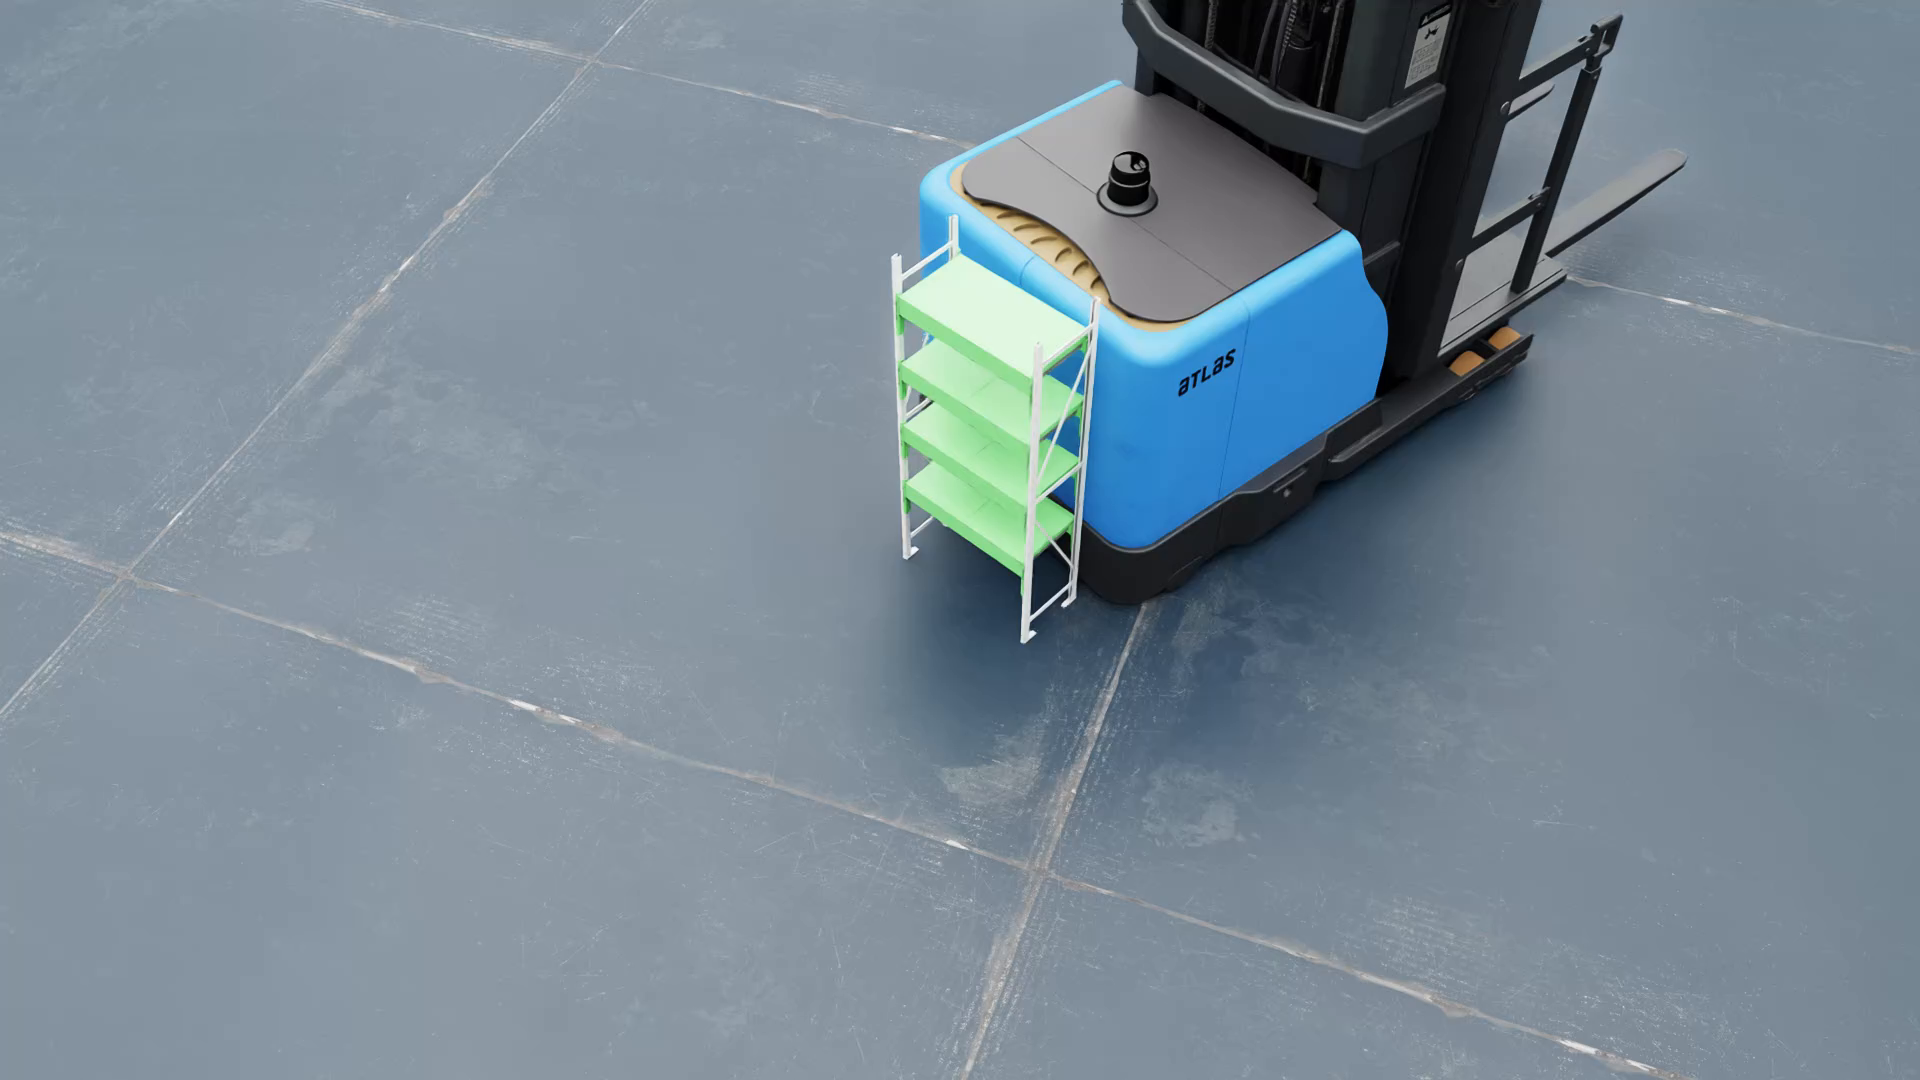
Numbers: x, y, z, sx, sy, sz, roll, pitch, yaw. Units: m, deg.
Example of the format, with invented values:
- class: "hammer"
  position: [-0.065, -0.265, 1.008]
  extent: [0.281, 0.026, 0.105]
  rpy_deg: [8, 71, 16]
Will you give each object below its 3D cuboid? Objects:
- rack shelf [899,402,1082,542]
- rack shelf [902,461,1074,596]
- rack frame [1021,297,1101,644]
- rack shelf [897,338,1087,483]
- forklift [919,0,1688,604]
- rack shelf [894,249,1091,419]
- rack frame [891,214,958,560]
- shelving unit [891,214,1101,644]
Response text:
- class: "rack shelf"
  position: [0.089, -0.234, 4.743]
  extent: [0.480, 0.148, 0.258]
  rpy_deg: [35, 57, 26]
- class: "rack shelf"
  position: [0.089, -0.077, 4.925]
  extent: [0.480, 0.148, 0.258]
  rpy_deg: [35, 57, 26]
- class: "rack frame"
  position: [0.268, -0.151, 4.587]
  extent: [0.015, 1.200, 0.240]
  rpy_deg: [35, 57, 26]
- class: "rack shelf"
  position: [0.089, -0.391, 4.562]
  extent: [0.480, 0.148, 0.258]
  rpy_deg: [35, 57, 26]
- class: "forklift"
  position: [1.330, -1.716, 4.798]
  extent: [3.031, 2.935, 1.130]
  rpy_deg: [-32, 56, -24]
- class: "rack shelf"
  position: [0.089, -0.548, 4.381]
  extent: [0.480, 0.148, 0.258]
  rpy_deg: [35, 57, 26]
- class: "rack frame"
  position: [-0.091, -0.401, 4.803]
  extent: [0.015, 1.200, 0.240]
  rpy_deg: [35, 57, 26]
- class: "shelving unit"
  position: [0.089, -0.276, 4.695]
  extent: [0.503, 1.200, 0.258]
  rpy_deg: [35, 57, 26]
